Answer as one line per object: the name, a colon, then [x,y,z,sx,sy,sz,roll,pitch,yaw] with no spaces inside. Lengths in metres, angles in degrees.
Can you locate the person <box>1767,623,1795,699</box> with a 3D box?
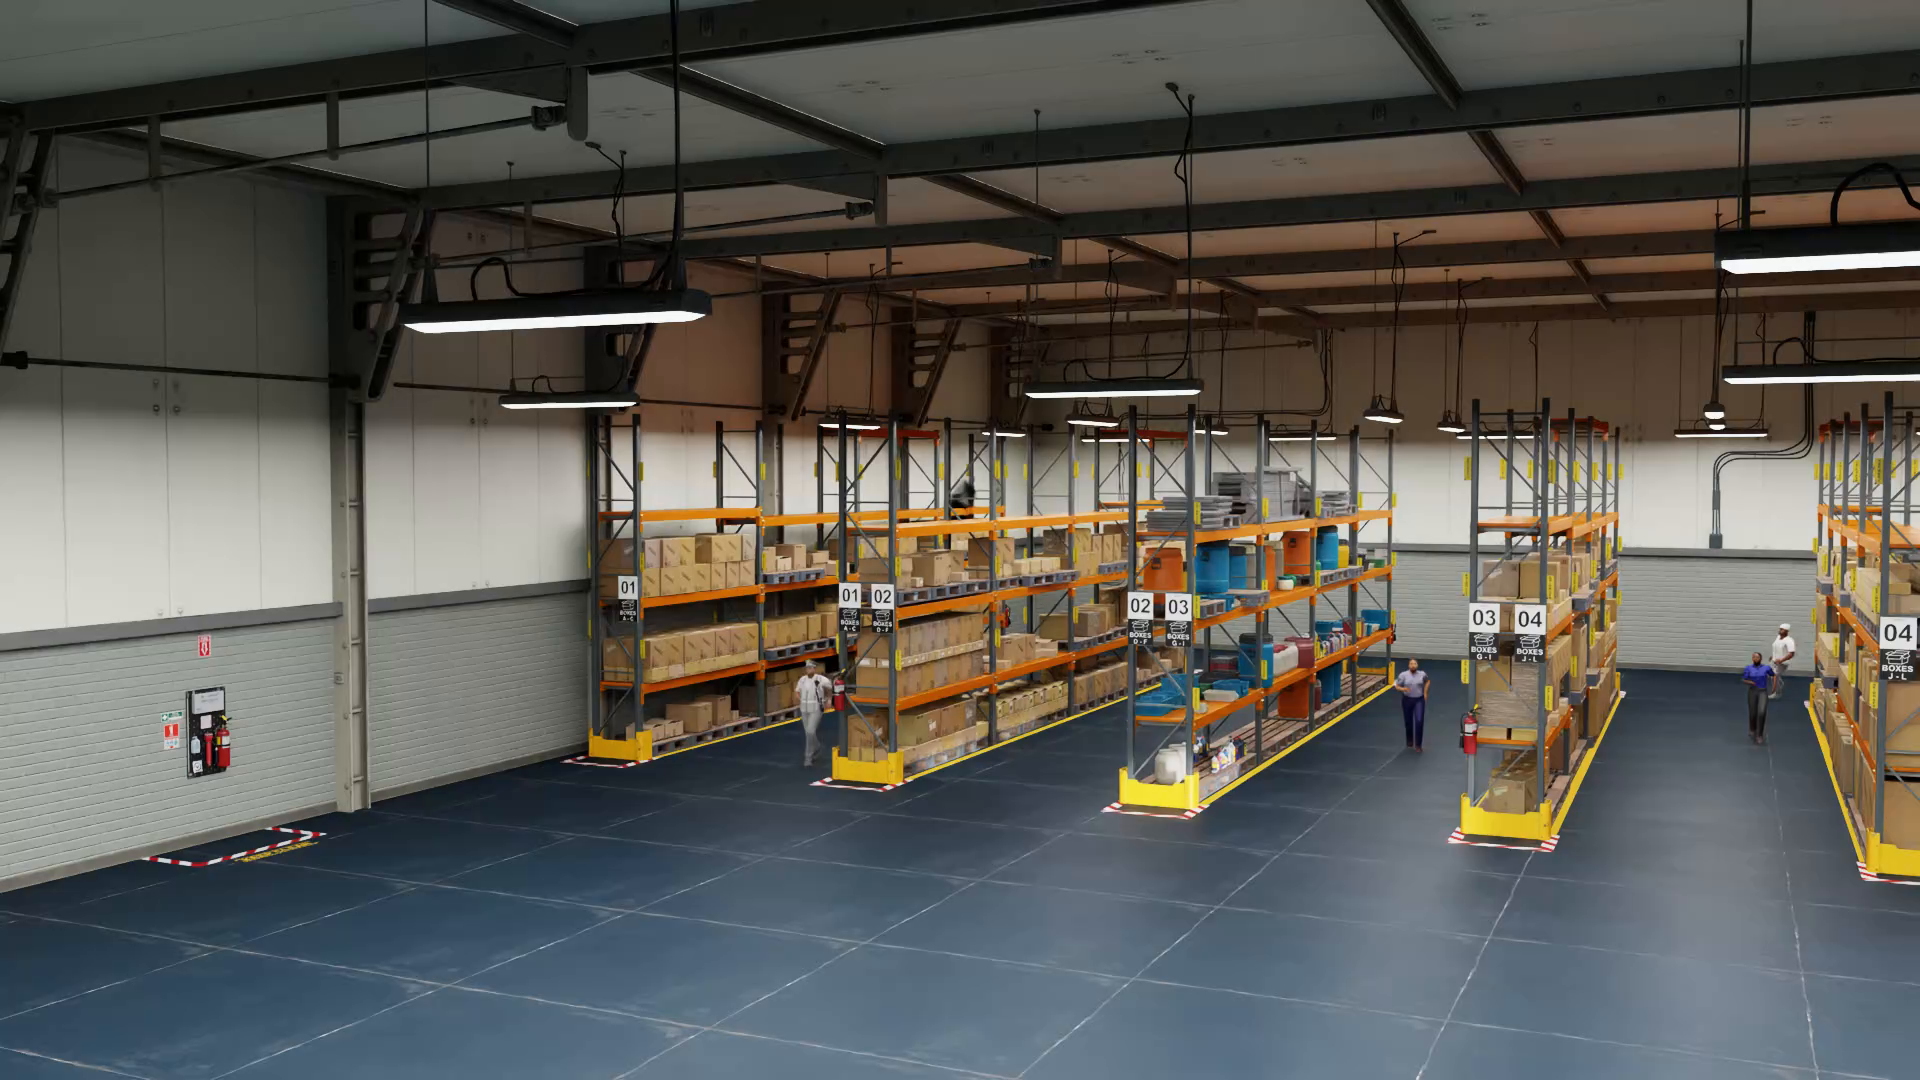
person: [17.925,2.660,36.386,0.530,1.693,0.747,0,2,-7]

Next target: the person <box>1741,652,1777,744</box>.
person: [14.859,2.930,30.947,0.582,1.682,0.779,1,3,29]

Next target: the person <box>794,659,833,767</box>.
person: [-2.539,2.962,28.602,0.670,1.830,0.822,1,3,26]

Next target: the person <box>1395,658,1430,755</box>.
person: [8.095,2.947,29.766,0.598,1.677,0.863,1,2,16]
